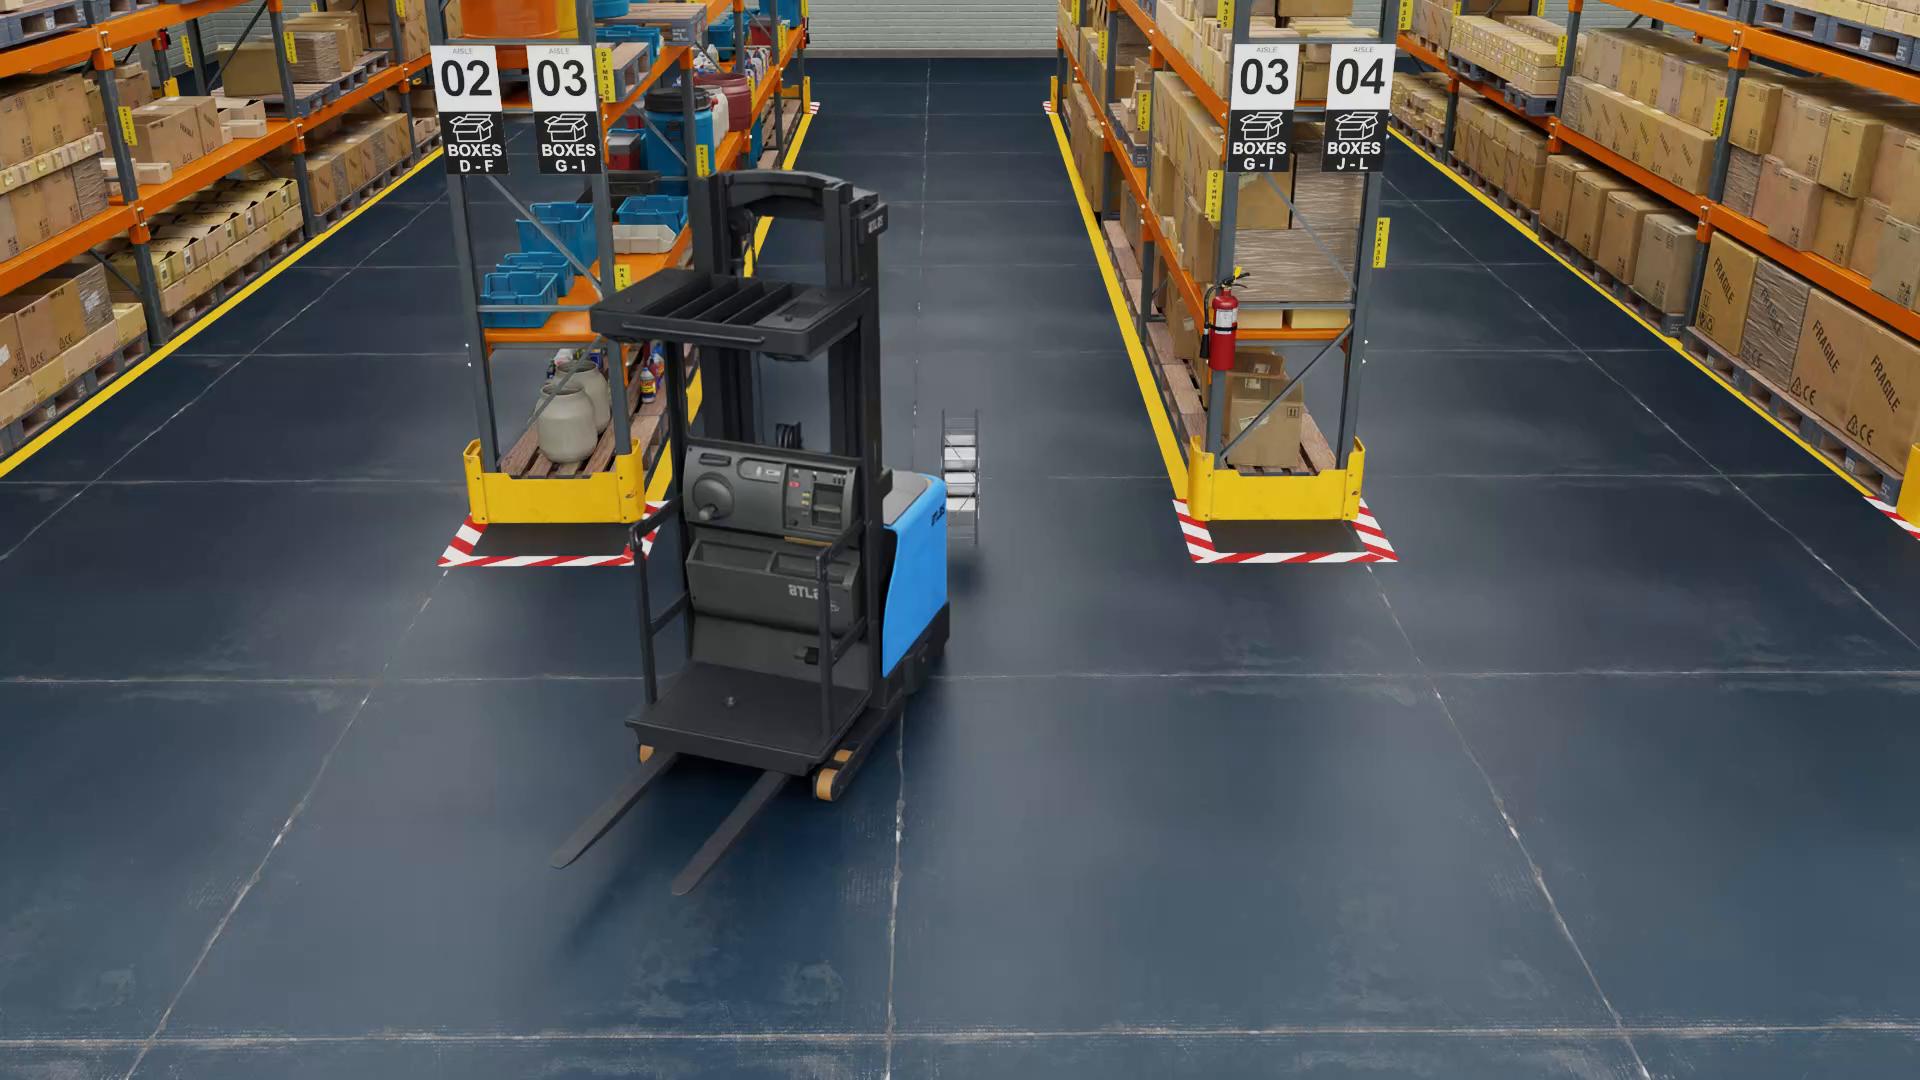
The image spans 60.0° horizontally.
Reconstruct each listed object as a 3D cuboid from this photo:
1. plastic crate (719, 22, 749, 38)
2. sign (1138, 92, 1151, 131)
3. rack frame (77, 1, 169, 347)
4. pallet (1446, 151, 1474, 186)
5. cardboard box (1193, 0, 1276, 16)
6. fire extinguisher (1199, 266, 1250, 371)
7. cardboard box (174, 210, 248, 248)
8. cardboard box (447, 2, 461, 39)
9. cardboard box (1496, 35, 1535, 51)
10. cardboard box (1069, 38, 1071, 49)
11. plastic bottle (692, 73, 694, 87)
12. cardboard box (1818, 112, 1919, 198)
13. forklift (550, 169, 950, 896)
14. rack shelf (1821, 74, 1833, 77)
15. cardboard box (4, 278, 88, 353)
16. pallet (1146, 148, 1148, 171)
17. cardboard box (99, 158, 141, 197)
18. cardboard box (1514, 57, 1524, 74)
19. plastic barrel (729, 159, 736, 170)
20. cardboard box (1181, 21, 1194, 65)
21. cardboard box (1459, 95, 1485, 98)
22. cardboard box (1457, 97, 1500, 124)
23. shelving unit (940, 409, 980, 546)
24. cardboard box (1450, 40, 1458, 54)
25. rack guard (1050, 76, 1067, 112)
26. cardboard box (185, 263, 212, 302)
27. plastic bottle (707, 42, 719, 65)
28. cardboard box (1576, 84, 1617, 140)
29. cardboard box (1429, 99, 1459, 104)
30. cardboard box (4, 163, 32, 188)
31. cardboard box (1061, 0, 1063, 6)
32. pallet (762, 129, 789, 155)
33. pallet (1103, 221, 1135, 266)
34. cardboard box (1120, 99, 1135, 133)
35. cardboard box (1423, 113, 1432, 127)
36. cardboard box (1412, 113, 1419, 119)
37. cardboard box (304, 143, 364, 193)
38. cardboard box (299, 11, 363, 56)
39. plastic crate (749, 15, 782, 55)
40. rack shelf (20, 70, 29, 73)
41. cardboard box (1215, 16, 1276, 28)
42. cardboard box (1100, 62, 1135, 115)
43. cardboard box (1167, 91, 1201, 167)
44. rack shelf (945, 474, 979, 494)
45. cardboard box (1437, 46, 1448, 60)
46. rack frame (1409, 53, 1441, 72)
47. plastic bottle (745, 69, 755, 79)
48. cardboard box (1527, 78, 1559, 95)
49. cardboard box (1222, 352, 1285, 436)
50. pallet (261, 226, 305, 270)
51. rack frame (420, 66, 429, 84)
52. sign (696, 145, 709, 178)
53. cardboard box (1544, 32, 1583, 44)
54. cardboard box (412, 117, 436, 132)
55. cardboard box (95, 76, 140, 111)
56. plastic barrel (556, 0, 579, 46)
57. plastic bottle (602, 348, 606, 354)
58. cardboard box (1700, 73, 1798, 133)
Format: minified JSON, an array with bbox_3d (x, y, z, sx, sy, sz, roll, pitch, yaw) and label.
[{"bbox_3d":[-3.241,-7.295,23.870,0.416,0.233,0.300,0,24,-1],"label":"plastic crate"},{"bbox_3d":[1.596,-3.715,14.418,0.100,0.325,0.005,0,24,-1],"label":"sign"},{"bbox_3d":[-7.755,-3.148,14.570,1.000,3.000,0.127,0,24,-1],"label":"rack frame"},{"bbox_3d":[7.035,-4.877,21.777,1.003,0.211,1.213,0,24,-1],"label":"pallet"},{"bbox_3d":[1.925,-3.956,11.628,0.500,0.500,0.500,0,24,-1],"label":"cardboard box"},{"bbox_3d":[1.735,-1.458,10.928,0.296,0.674,0.183,0,24,-1],"label":"fire extinguisher"},{"bbox_3d":[-7.528,-3.147,16.715,0.500,0.311,0.500,0,24,1],"label":"cardboard box"},{"bbox_3d":[-7.599,-7.536,24.150,0.500,0.500,0.500,0,24,0],"label":"cardboard box"},{"bbox_3d":[6.593,-5.901,19.730,0.380,0.149,0.250,1,24,2],"label":"cardboard box"},{"bbox_3d":[1.721,-6.921,23.218,0.380,0.149,0.250,0,24,0],"label":"cardboard box"},{"bbox_3d":[-3.249,-5.496,19.822,0.144,0.351,0.185,0,24,-1],"label":"plastic bottle"},{"bbox_3d":[7.086,-2.912,12.557,0.875,0.550,0.500,0,24,-1],"label":"cardboard box"},{"bbox_3d":[-1.030,-0.212,8.162,1.130,2.935,3.031,8,26,18],"label":"forklift"},{"bbox_3d":[11.995,-5.380,20.379,1.077,0.370,4.000,0,24,-1],"label":"rack shelf"},{"bbox_3d":[-7.528,-1.826,13.565,0.500,0.500,0.500,0,24,-1],"label":"cardboard box"},{"bbox_3d":[2.288,-3.419,15.403,1.003,0.211,1.213,0,24,-1],"label":"pallet"},{"bbox_3d":[-7.804,-3.282,15.049,0.500,0.250,0.500,1,24,3],"label":"cardboard box"},{"bbox_3d":[6.597,-5.452,19.099,0.380,0.149,0.250,0,24,1],"label":"cardboard box"},{"bbox_3d":[-2.868,-4.221,19.067,0.600,0.830,0.708,0,24,-1],"label":"plastic barrel"},{"bbox_3d":[1.919,-3.663,12.251,0.500,0.250,0.500,-1,24,-1],"label":"cardboard box"},{"bbox_3d":[7.285,-6.205,23.557,0.380,0.149,0.250,0,24,1],"label":"cardboard box"},{"bbox_3d":[6.768,-5.557,21.510,0.500,0.250,0.500,-1,24,-3],"label":"cardboard box"},{"bbox_3d":[0.000,-0.413,11.072,0.258,0.900,0.210,0,24,-1],"label":"shelving unit"},{"bbox_3d":[6.569,-6.381,21.513,0.380,0.149,0.250,-1,24,-3],"label":"cardboard box"},{"bbox_3d":[2.020,-7.007,26.136,1.175,0.500,0.348,0,24,-1],"label":"rack guard"},{"bbox_3d":[-7.516,-2.465,15.886,0.500,0.250,0.500,0,24,1],"label":"cardboard box"},{"bbox_3d":[-3.209,-6.280,21.554,0.144,0.351,0.185,0,24,-1],"label":"plastic bottle"},{"bbox_3d":[6.812,-4.470,17.372,0.500,0.500,0.500,0,24,-1],"label":"cardboard box"},{"bbox_3d":[6.783,-6.092,23.308,0.380,0.149,0.250,1,24,1],"label":"cardboard box"},{"bbox_3d":[-7.525,-2.855,13.014,0.380,0.149,0.250,0,24,1],"label":"cardboard box"},{"bbox_3d":[1.761,-8.140,24.518,0.500,0.500,0.500,-1,24,-2],"label":"cardboard box"},{"bbox_3d":[-2.936,-5.498,23.149,1.003,0.211,1.213,0,24,-1],"label":"pallet"},{"bbox_3d":[2.115,-3.247,18.173,1.003,0.211,1.213,0,24,-1],"label":"pallet"},{"bbox_3d":[1.896,-4.271,16.725,0.500,0.250,0.500,-1,24,-2],"label":"cardboard box"},{"bbox_3d":[6.667,-5.846,23.125,0.380,0.149,0.250,-1,24,-2],"label":"cardboard box"},{"bbox_3d":[6.733,-6.055,23.948,0.380,0.149,0.250,0,24,0],"label":"cardboard box"},{"bbox_3d":[-7.529,-4.469,19.991,0.500,0.500,0.500,-1,24,-1],"label":"cardboard box"},{"bbox_3d":[-8.060,-6.485,21.318,0.700,0.500,0.500,-9,26,-18],"label":"cardboard box"},{"bbox_3d":[-2.648,-6.891,22.695,0.402,0.464,0.583,0,24,-1],"label":"plastic crate"},{"bbox_3d":[-12.773,-5.269,20.133,1.077,0.370,4.000,0,24,-1],"label":"rack shelf"},{"bbox_3d":[1.977,-3.562,11.543,0.380,0.149,0.250,0,24,0],"label":"cardboard box"},{"bbox_3d":[1.854,-5.087,18.736,0.500,0.500,0.500,0,24,1],"label":"cardboard box"},{"bbox_3d":[1.914,-3.229,13.054,0.500,0.500,0.500,0,24,-1],"label":"cardboard box"},{"bbox_3d":[0.000,-0.383,11.086,0.258,0.077,0.200,0,24,-1],"label":"rack shelf"},{"bbox_3d":[6.676,-6.576,22.455,0.380,0.149,0.250,-1,24,-2],"label":"cardboard box"},{"bbox_3d":[6.981,-8.116,25.556,1.000,3.000,0.127,0,24,-1],"label":"rack frame"},{"bbox_3d":[-2.542,-5.512,19.947,0.152,0.276,0.135,0,24,-1],"label":"plastic bottle"},{"bbox_3d":[6.603,-5.098,18.677,0.380,0.149,0.250,0,24,0],"label":"cardboard box"},{"bbox_3d":[2.164,-1.099,12.563,0.500,0.500,0.500,6,25,13],"label":"cardboard box"},{"bbox_3d":[-7.828,-3.186,18.039,1.003,0.211,1.213,0,24,-1],"label":"pallet"},{"bbox_3d":[-7.886,-8.093,25.504,1.000,3.000,0.127,0,24,-1],"label":"rack frame"},{"bbox_3d":[-2.251,-3.293,14.555,0.100,0.325,0.005,0,24,-1],"label":"sign"},{"bbox_3d":[7.242,-6.004,19.957,0.380,0.149,0.250,-1,24,-1],"label":"cardboard box"},{"bbox_3d":[-7.650,-5.884,23.525,0.380,0.166,0.250,0,24,-1],"label":"cardboard box"},{"bbox_3d":[-12.726,-6.627,24.787,0.700,0.500,0.500,0,24,-1],"label":"cardboard box"},{"bbox_3d":[-2.897,-3.634,11.266,0.600,0.588,0.600,0,24,0],"label":"plastic barrel"},{"bbox_3d":[-3.085,-1.732,14.217,0.097,0.271,0.097,0,24,0],"label":"plastic bottle"},{"bbox_3d":[7.101,-3.877,14.848,0.700,0.500,0.500,-1,24,-1],"label":"cardboard box"}]
